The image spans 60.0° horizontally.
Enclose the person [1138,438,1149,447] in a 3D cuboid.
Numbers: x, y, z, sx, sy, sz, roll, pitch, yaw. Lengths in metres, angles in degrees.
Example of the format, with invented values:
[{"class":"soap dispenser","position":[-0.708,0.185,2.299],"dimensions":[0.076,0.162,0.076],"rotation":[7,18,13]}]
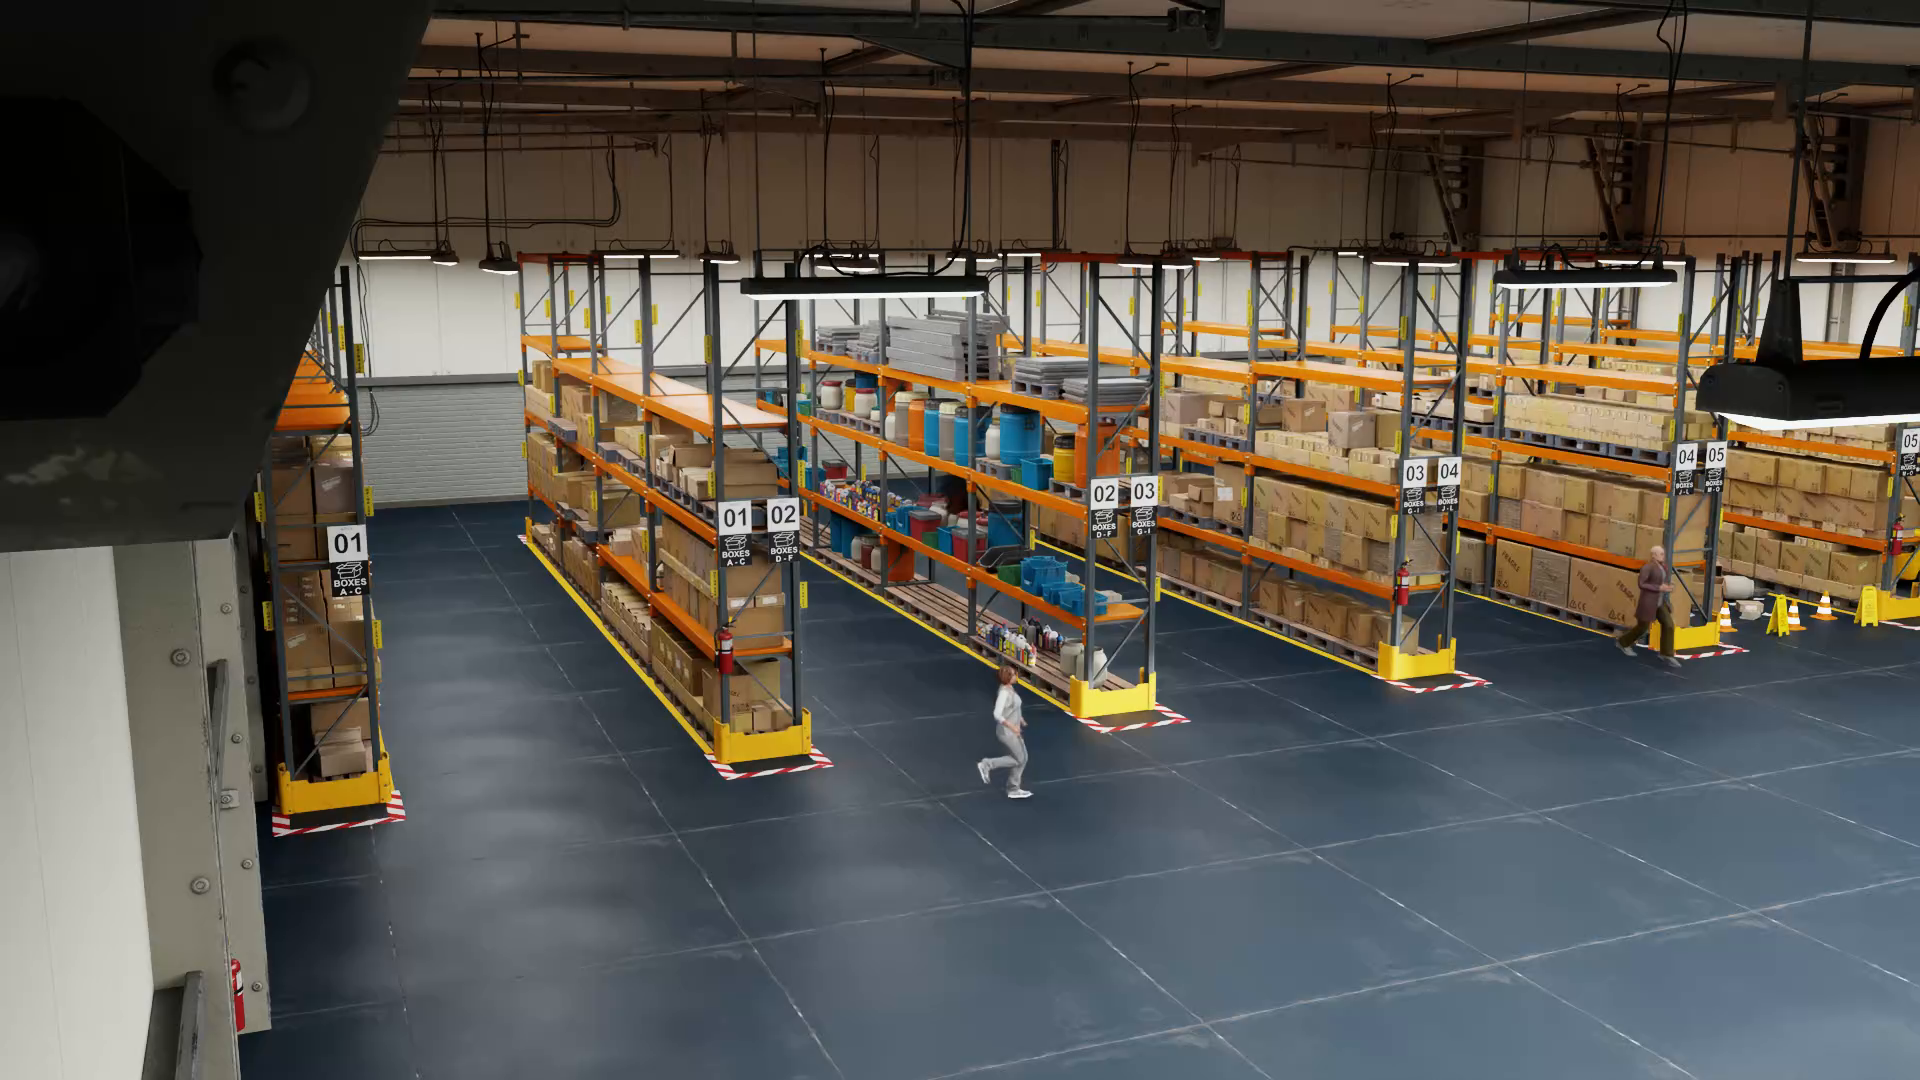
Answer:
[{"class":"person","position":[4.651,-2.061,41.437],"dimensions":[0.708,1.864,0.767],"rotation":[10,14,43]}]

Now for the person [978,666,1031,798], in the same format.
[{"class":"person","position":[0.519,2.172,18.895],"dimensions":[0.611,1.539,0.549],"rotation":[1,10,8]}]

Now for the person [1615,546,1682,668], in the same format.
[{"class":"person","position":[10.299,0.968,24.833],"dimensions":[0.740,1.805,0.999],"rotation":[-7,13,-35]}]
